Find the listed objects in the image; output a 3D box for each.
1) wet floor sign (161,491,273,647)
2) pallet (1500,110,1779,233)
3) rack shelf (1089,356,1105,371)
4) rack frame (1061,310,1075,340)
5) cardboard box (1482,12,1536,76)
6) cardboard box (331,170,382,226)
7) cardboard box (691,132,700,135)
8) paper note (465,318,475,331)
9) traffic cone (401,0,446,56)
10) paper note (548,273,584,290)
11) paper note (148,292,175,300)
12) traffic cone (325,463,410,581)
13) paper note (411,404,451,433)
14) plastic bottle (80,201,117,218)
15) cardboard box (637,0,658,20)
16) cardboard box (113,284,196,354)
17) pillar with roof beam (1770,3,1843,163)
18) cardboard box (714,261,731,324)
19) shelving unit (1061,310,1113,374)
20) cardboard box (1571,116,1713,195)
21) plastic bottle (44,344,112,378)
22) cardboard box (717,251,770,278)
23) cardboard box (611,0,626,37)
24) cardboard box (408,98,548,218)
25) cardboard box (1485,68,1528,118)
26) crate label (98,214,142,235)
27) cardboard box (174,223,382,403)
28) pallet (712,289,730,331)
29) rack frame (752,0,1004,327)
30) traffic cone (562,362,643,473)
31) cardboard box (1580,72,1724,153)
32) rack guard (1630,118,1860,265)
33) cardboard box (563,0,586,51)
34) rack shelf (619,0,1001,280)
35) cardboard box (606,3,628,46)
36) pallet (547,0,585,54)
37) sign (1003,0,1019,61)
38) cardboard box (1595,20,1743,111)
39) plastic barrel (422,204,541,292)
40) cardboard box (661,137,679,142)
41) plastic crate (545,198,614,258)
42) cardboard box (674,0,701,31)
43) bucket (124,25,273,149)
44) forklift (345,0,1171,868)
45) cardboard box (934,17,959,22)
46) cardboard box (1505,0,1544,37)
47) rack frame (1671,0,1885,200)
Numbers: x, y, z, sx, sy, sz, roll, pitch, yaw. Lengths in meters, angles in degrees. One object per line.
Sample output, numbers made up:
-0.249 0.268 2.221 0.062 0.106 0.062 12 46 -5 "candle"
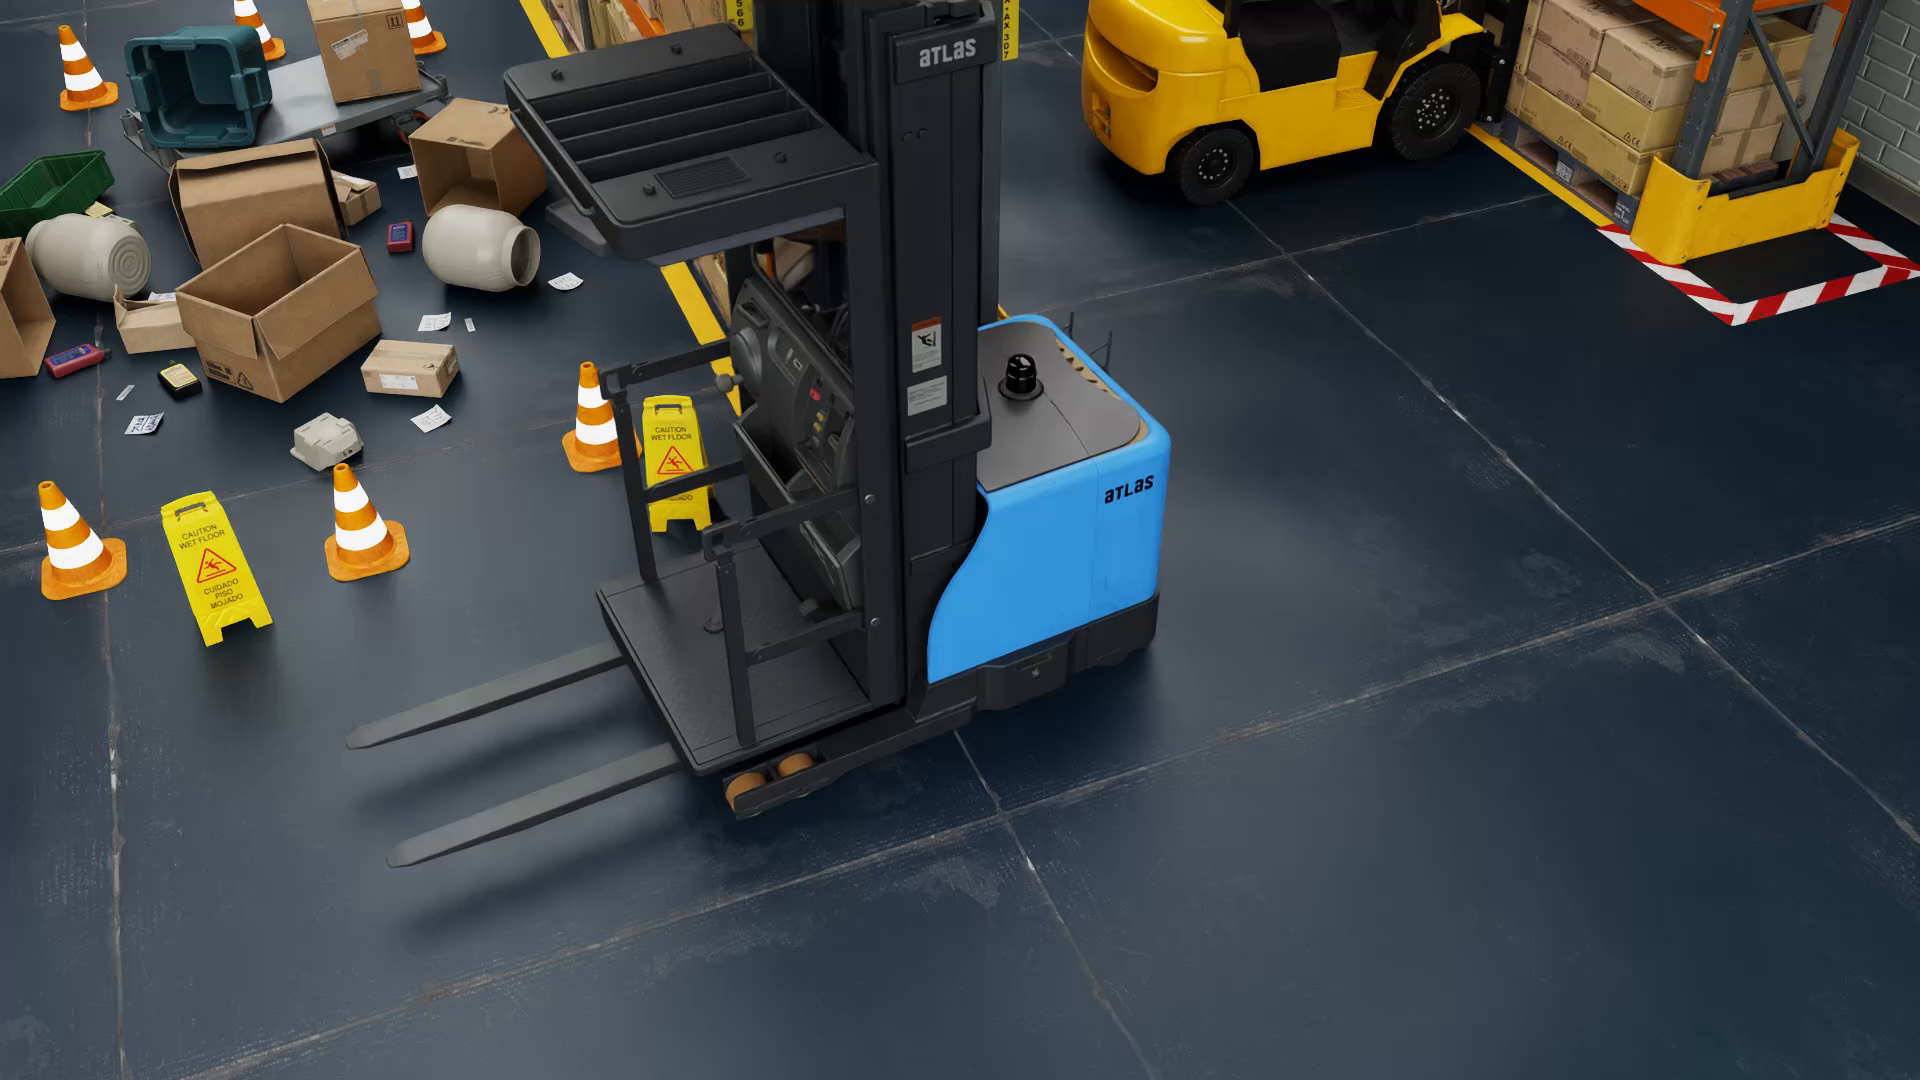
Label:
-3.005 0.080 6.662 0.267 0.644 0.232 -23 46 -24 "wet floor sign"
3.942 -2.266 9.723 1.003 0.211 1.213 -15 43 -17 "pallet"
0.469 -0.701 7.000 0.200 0.077 0.258 30 45 30 "rack shelf"
0.382 -0.558 7.196 0.006 0.900 0.240 30 45 30 "rack frame"
3.400 -3.005 9.847 0.500 0.250 0.500 -16 43 -18 "cardboard box"
-3.513 -1.979 9.348 0.396 0.266 0.258 19 44 20 "cardboard box"
-1.061 -1.901 7.874 0.380 0.149 0.250 -14 43 -16 "cardboard box"
-2.513 -1.104 8.526 0.032 0.001 0.123 -15 43 -17 "paper note"
-3.609 -3.478 10.939 0.336 0.463 0.334 -15 43 -17 "traffic cone"
-2.090 -1.374 8.825 0.142 0.019 0.148 -31 49 -31 "paper note"
-4.166 -1.256 8.693 0.172 0.023 0.155 -2 41 -2 "paper note"
-2.563 -0.126 7.041 0.336 0.463 0.334 -15 43 -17 "traffic cone"
-2.512 -0.579 7.900 0.148 0.019 0.142 -31 49 -31 "paper note"
-4.876 -1.842 9.345 0.283 0.061 0.133 27 47 27 "plastic bottle"
-1.414 -2.759 8.350 0.380 0.149 0.250 -15 43 -17 "cardboard box"
-4.017 -1.133 8.364 0.396 0.266 0.258 -8 41 -9 "cardboard box"
0.863 -4.718 5.834 9.100 9.000 0.400 -15 43 -17 "pillar with roof beam"
-0.878 -1.183 8.112 0.500 0.250 0.500 -15 43 -17 "cardboard box"
0.458 -0.514 7.145 0.210 0.900 0.258 30 45 30 "shelving unit"
3.802 -2.194 9.287 0.500 0.250 0.500 -15 43 -17 "cardboard box"
-4.372 -0.902 8.252 0.283 0.061 0.133 -31 49 -31 "plastic bottle"
-0.858 -1.451 7.848 0.500 0.500 0.500 -15 43 -17 "cardboard box"
-1.674 -2.866 8.997 0.380 0.149 0.250 -14 43 -15 "cardboard box"
-2.688 -2.110 9.318 0.500 0.500 0.500 12 42 13 "cardboard box"
3.437 -2.799 9.991 0.500 0.250 0.500 -15 43 -16 "cardboard box"
-4.640 -1.657 9.072 0.250 0.136 0.298 19 44 20 "crate label"
-3.322 -1.112 8.157 0.637 0.503 0.797 19 44 20 "cardboard box"
-0.618 -1.119 8.389 1.003 0.211 1.213 -15 43 -17 "pallet"
-0.311 -1.632 6.847 1.000 3.000 0.127 -15 43 -17 "rack frame"
-1.667 -0.607 7.601 0.336 0.463 0.334 -15 43 -17 "traffic cone"
3.799 -2.394 9.137 0.500 0.250 0.500 -16 43 -17 "cardboard box"
4.283 -1.910 9.088 1.175 0.500 0.348 -15 43 -17 "rack guard"
-2.044 -3.520 10.736 0.950 0.372 0.625 -15 43 -16 "cardboard box"
-1.076 -2.564 8.483 1.077 0.370 4.000 -15 43 -17 "rack shelf"
-1.649 -2.700 9.301 0.500 0.500 0.500 -13 42 -15 "cardboard box"
-2.141 -3.453 11.104 1.003 0.211 1.213 -15 43 -17 "pallet"
0.190 -2.096 6.723 0.100 0.325 0.005 -15 43 -17 "sign"
3.809 -2.568 8.956 0.500 0.250 0.500 -14 43 -15 "cardboard box"
-2.500 -1.522 8.695 0.512 0.421 0.421 12 42 13 "plastic barrel"
-1.248 -2.070 8.568 0.500 0.500 0.500 -16 43 -18 "cardboard box"
-1.998 -1.784 9.264 0.402 0.080 0.583 -31 49 -31 "plastic crate"
-0.960 -2.344 7.370 0.500 0.500 0.500 -15 43 -17 "cardboard box"
-4.194 -2.574 9.288 0.726 0.611 0.620 -2 31 -2 "bucket"
-0.755 -0.495 5.578 3.031 2.935 1.130 -19 44 -21 "forklift"
-0.236 -2.137 7.130 0.500 0.500 0.500 -16 43 -18 "cardboard box"
3.406 -3.176 9.662 0.500 0.250 0.500 -15 43 -16 "cardboard box"
4.274 -2.873 8.290 1.000 3.000 0.127 -15 43 -17 "rack frame"
